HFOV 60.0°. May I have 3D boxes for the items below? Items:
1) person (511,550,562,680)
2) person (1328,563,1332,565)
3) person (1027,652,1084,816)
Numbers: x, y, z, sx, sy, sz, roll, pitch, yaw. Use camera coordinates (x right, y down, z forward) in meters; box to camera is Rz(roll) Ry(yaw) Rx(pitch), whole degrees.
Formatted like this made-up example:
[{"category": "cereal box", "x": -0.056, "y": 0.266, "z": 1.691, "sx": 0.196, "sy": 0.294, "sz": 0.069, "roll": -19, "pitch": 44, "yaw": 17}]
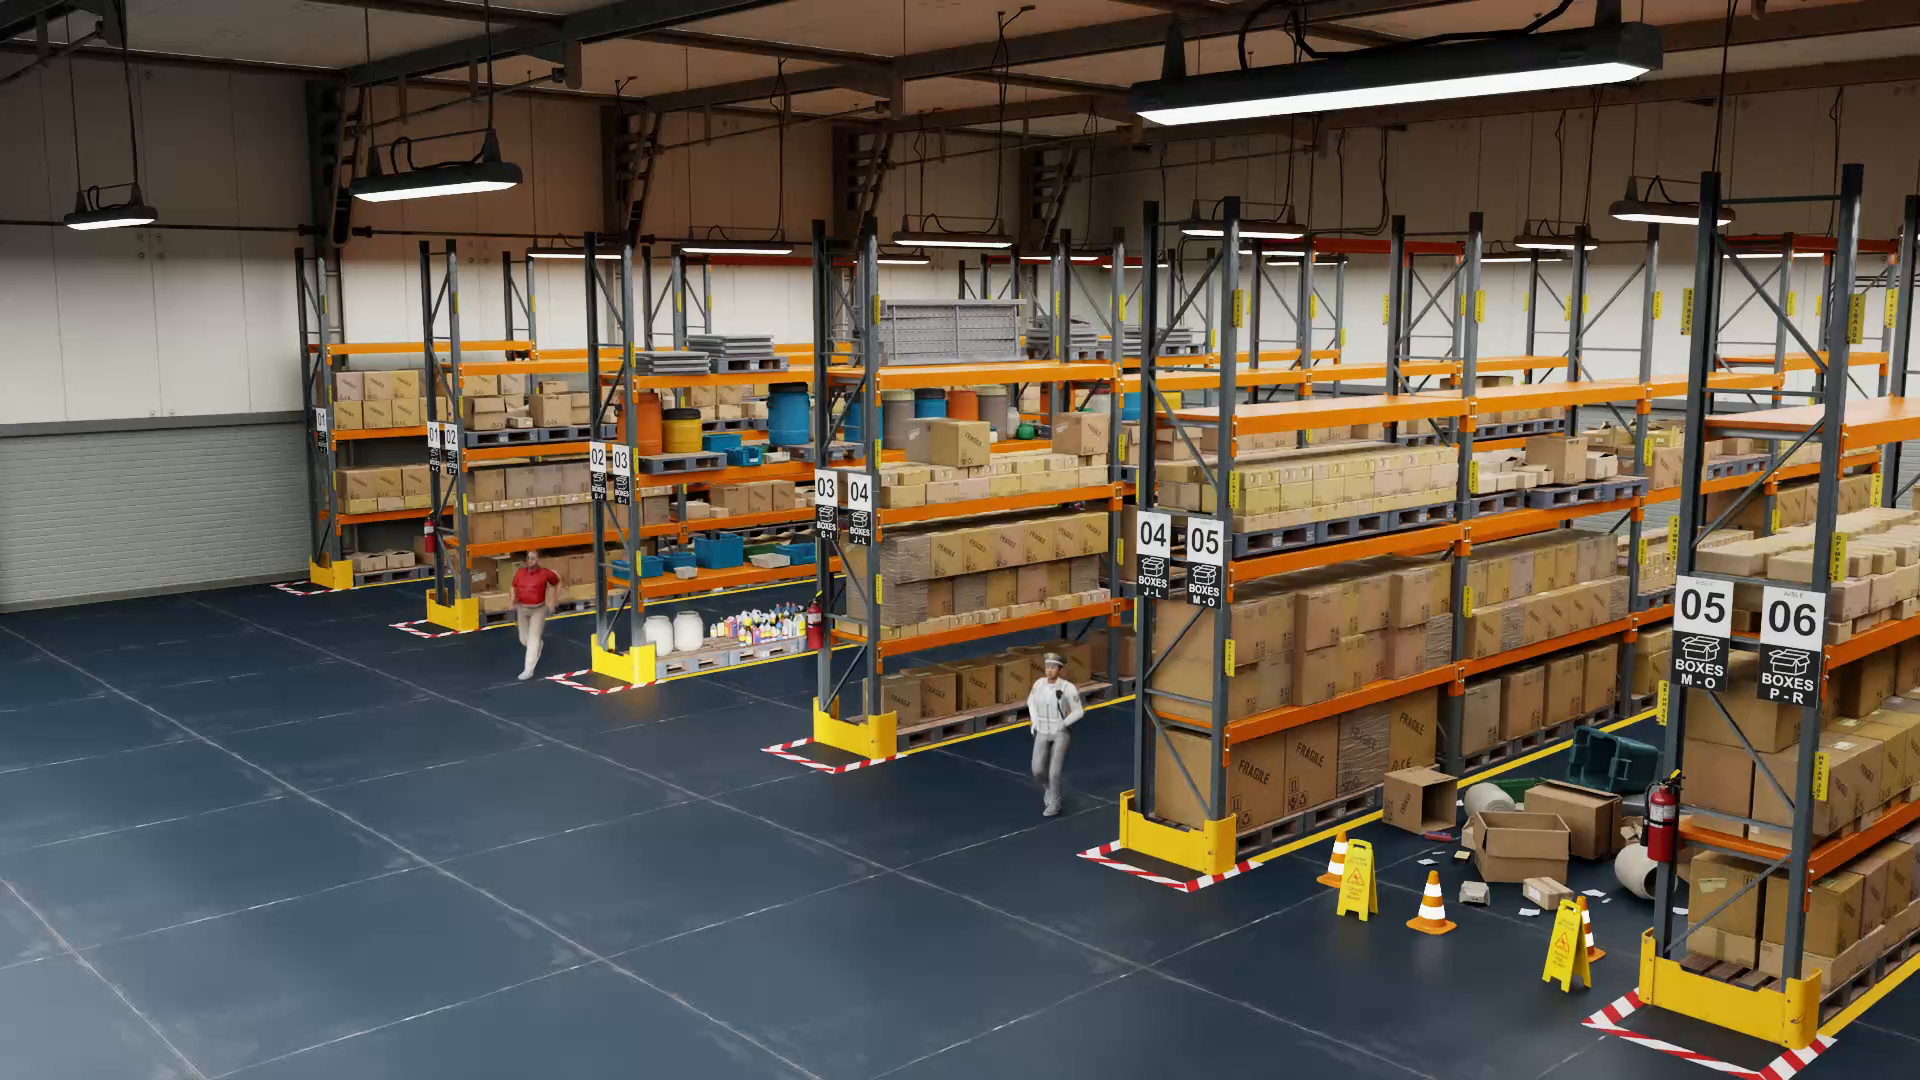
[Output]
[{"category": "person", "x": -5.830, "y": 0.993, "z": 22.821, "sx": 0.690, "sy": 1.718, "sz": 0.923, "roll": 1, "pitch": 8, "yaw": 9}, {"category": "person", "x": 4.895, "y": 1.065, "z": 22.102, "sx": 0.674, "sy": 1.840, "sz": 0.929, "roll": 8, "pitch": 12, "yaw": 43}, {"category": "person", "x": 0.906, "y": 1.933, "z": 16.586, "sx": 0.637, "sy": 1.657, "sz": 0.540, "roll": 4, "pitch": 9, "yaw": 24}]
